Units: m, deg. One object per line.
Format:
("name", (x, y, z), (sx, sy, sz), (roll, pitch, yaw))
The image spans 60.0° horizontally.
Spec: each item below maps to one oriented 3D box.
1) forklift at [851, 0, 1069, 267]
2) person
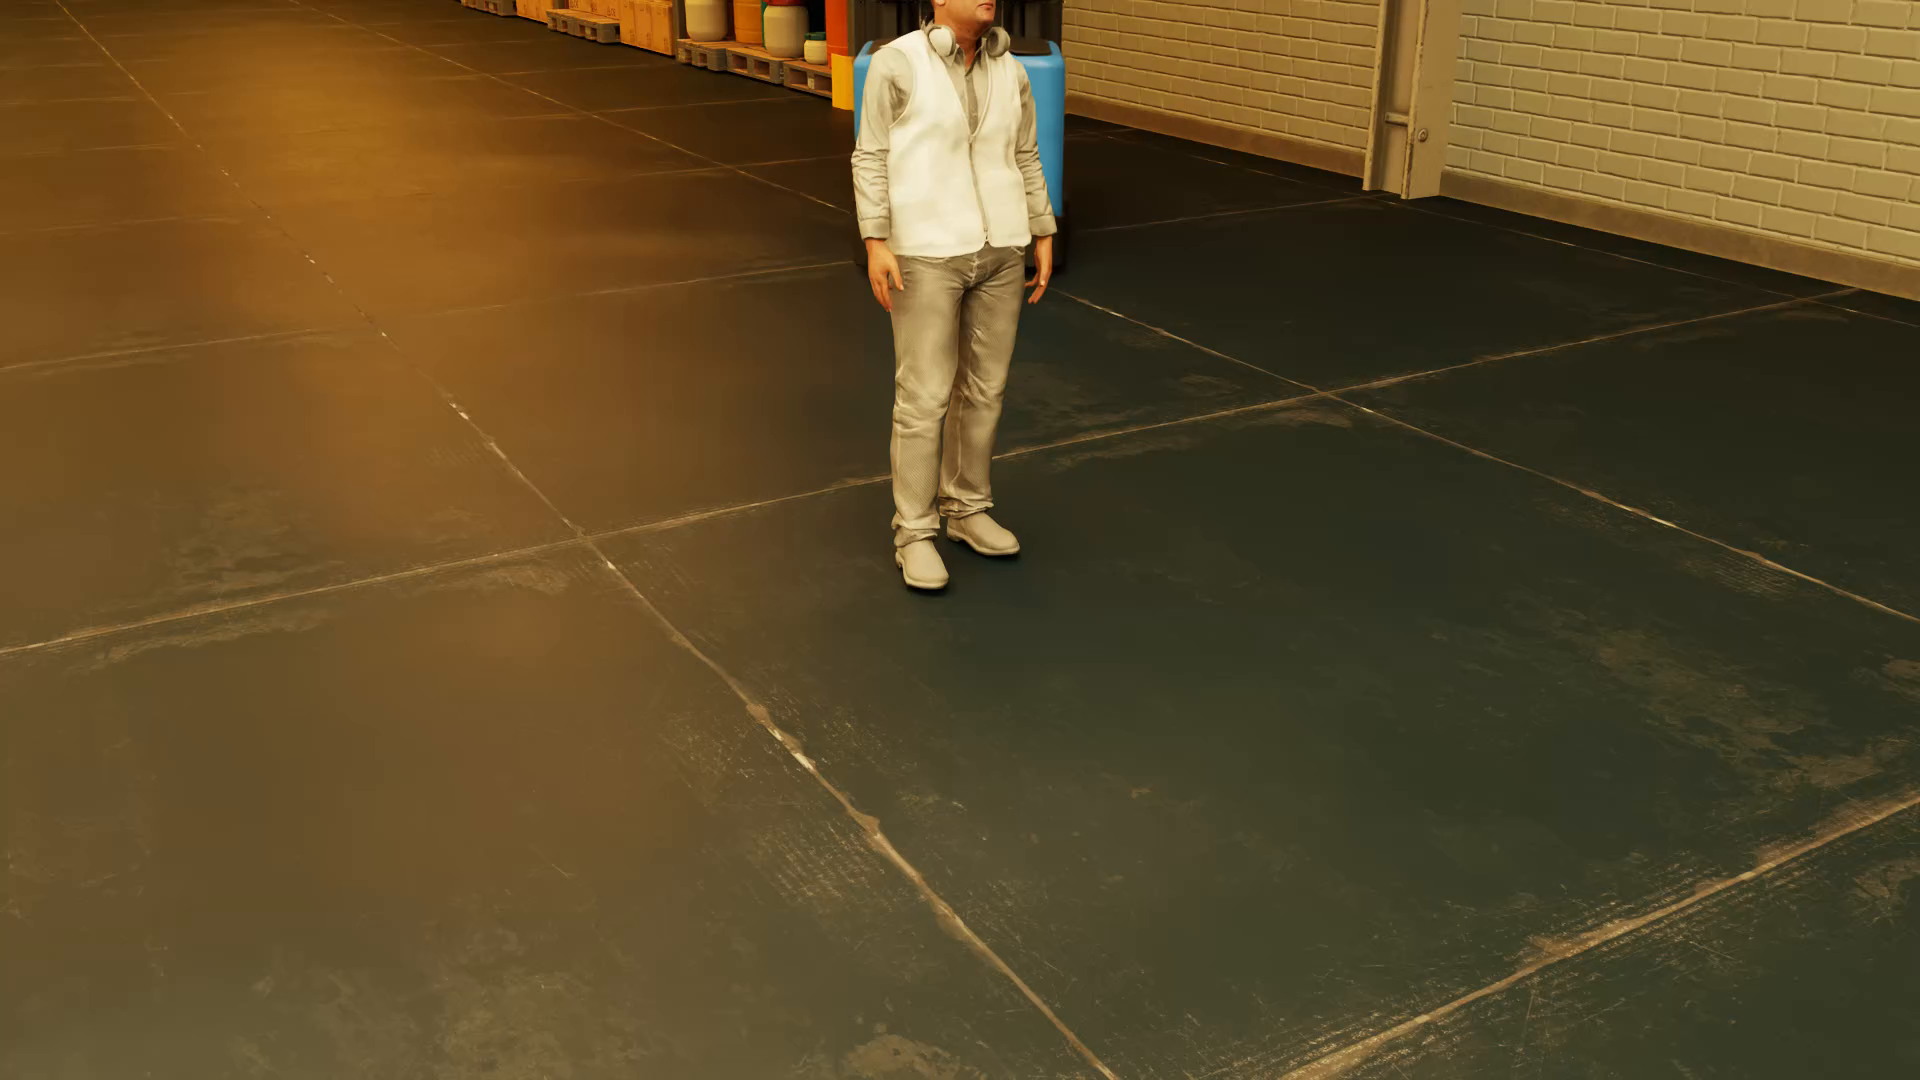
("forklift", (0.013, -3.219, 9.120), (1.130, 2.935, 3.031), (0, 22, 1))
("person", (0.026, -0.805, 4.740), (0.634, 1.775, 0.564), (-12, 25, -28))
